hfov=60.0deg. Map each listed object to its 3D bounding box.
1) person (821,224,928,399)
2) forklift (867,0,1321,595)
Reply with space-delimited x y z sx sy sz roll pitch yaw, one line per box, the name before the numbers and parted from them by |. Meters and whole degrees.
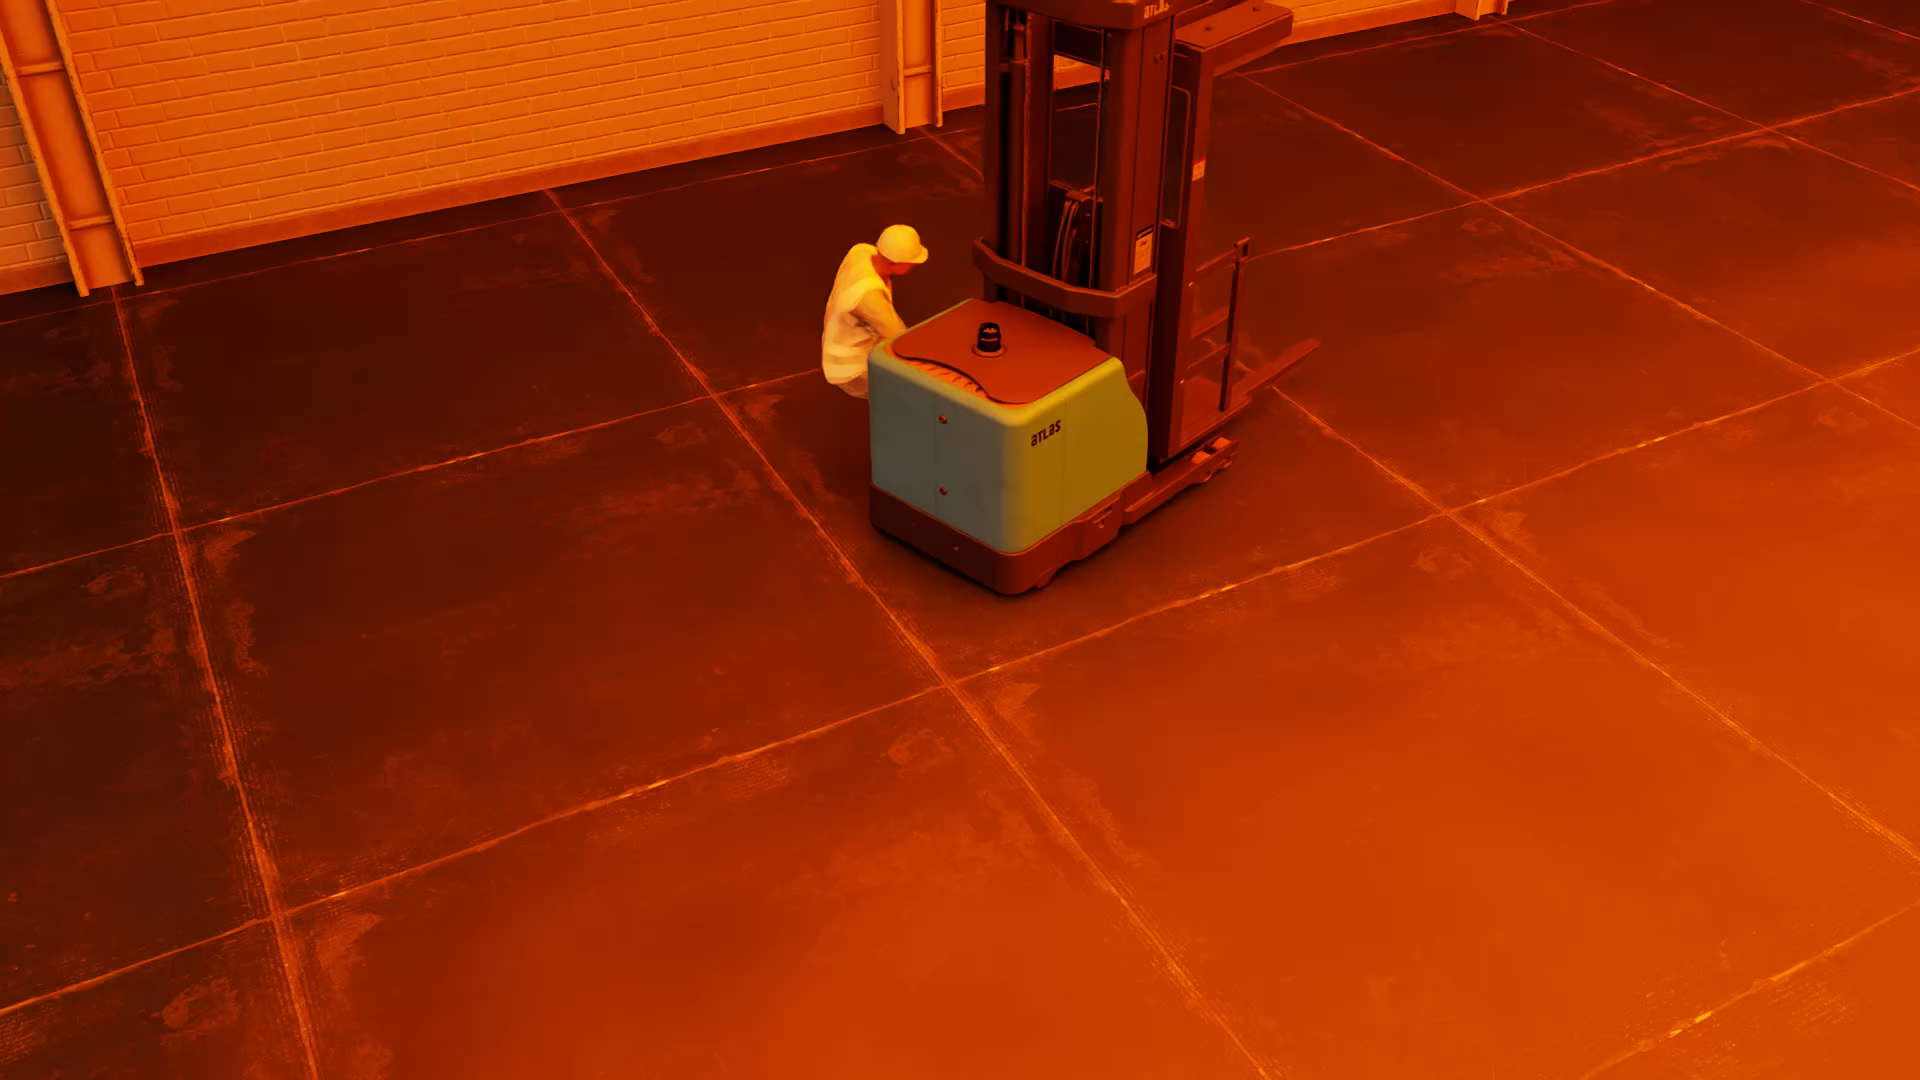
person | -0.265 -1.023 8.891 0.948 1.521 0.939 -2 35 -3
forklift | 0.895 -1.692 8.517 1.130 2.935 3.031 28 44 34
